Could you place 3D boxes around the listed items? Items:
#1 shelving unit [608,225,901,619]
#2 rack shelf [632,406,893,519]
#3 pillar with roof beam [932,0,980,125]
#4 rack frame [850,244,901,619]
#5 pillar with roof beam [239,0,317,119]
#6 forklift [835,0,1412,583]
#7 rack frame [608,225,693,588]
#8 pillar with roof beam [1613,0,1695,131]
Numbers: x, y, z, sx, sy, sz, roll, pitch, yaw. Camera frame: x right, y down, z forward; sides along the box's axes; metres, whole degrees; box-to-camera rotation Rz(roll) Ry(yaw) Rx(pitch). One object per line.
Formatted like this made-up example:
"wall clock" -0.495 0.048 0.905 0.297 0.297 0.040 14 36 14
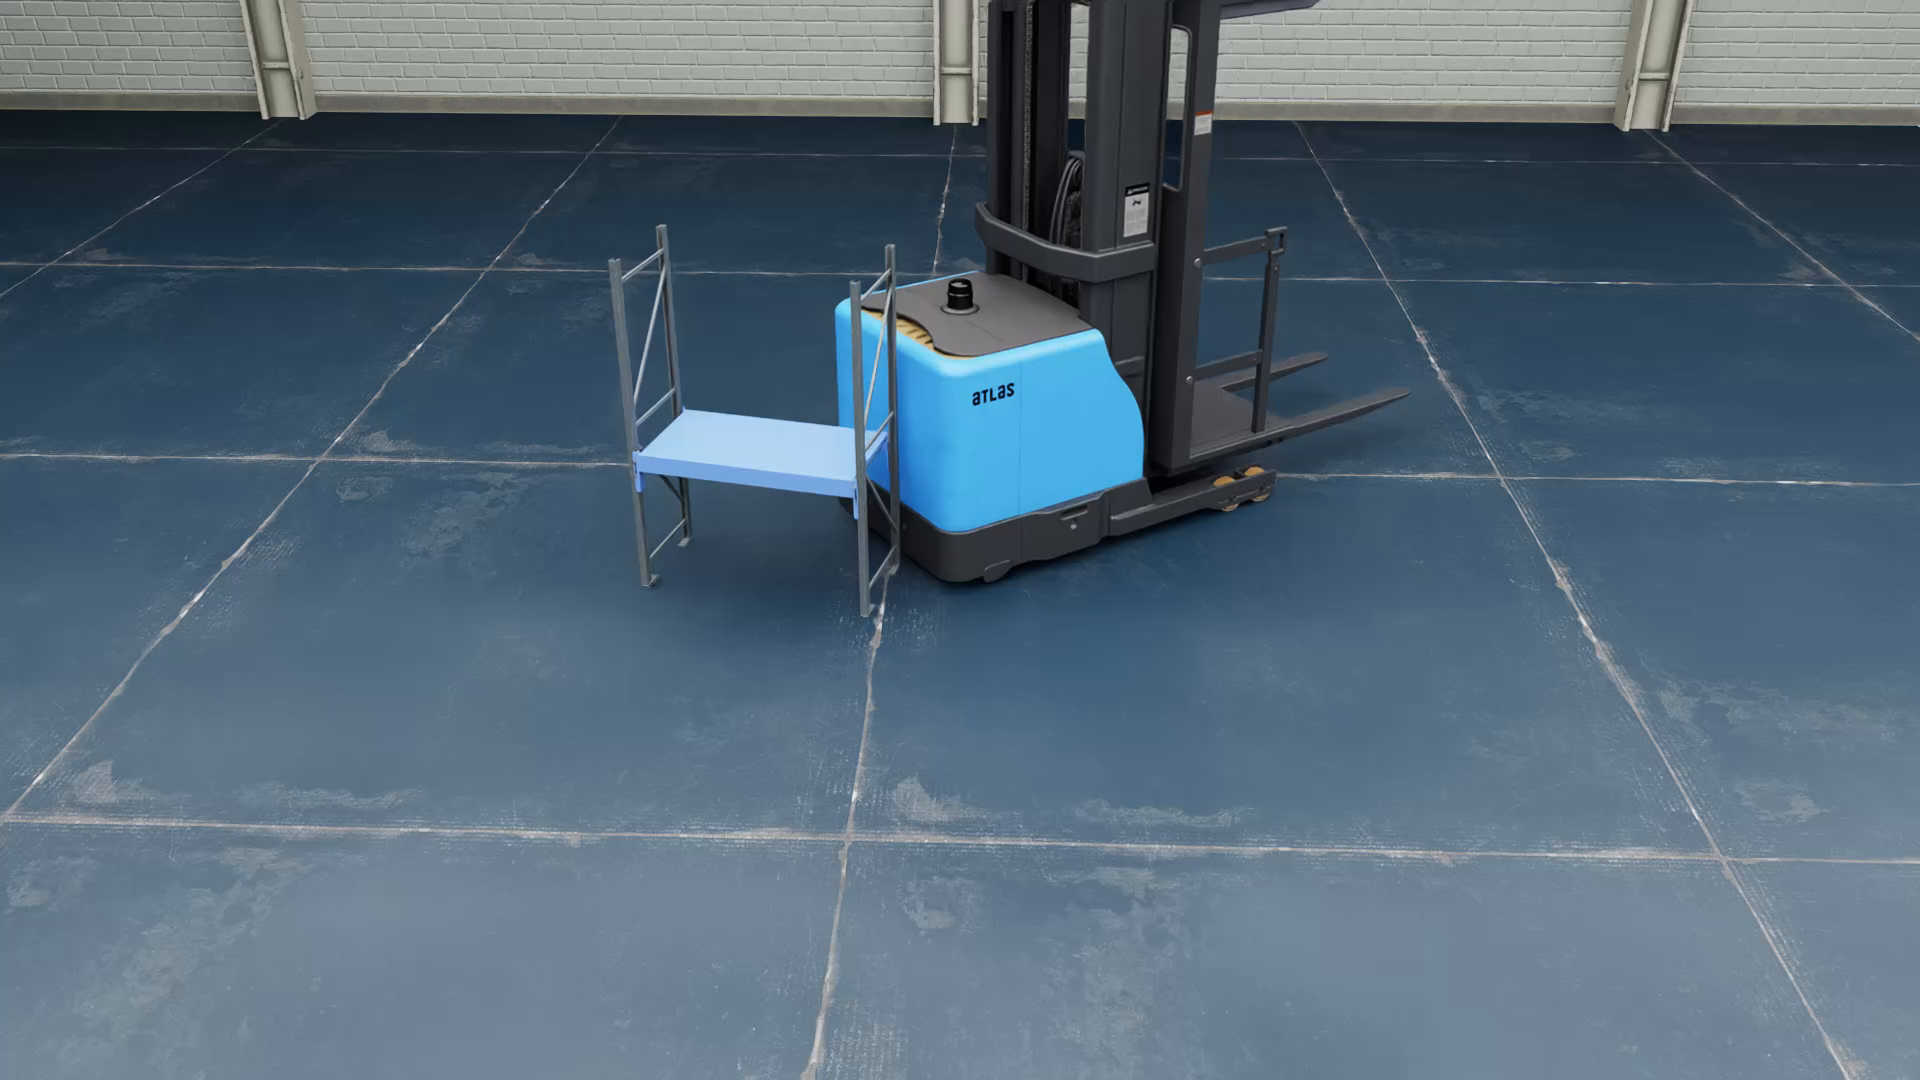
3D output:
"shelving unit" -0.837 -0.503 7.097 1.048 1.500 0.538 7 29 13
"rack shelf" -0.837 -0.344 7.181 1.000 0.185 0.538 7 29 13
"pillar with roof beam" -0.183 -5.686 8.869 0.400 9.000 9.100 1 28 2
"rack frame" -0.347 -0.440 6.979 0.032 1.500 0.500 7 29 13
"pillar with roof beam" -6.179 -5.785 9.056 0.400 9.000 9.100 1 28 2
"forklift" 0.933 -1.622 7.680 3.031 2.935 1.130 -17 32 -29
"rack frame" -1.328 -0.565 7.215 0.032 1.500 0.500 7 29 13
"pillar with roof beam" 5.813 -5.587 8.682 0.400 9.000 9.100 1 28 2
